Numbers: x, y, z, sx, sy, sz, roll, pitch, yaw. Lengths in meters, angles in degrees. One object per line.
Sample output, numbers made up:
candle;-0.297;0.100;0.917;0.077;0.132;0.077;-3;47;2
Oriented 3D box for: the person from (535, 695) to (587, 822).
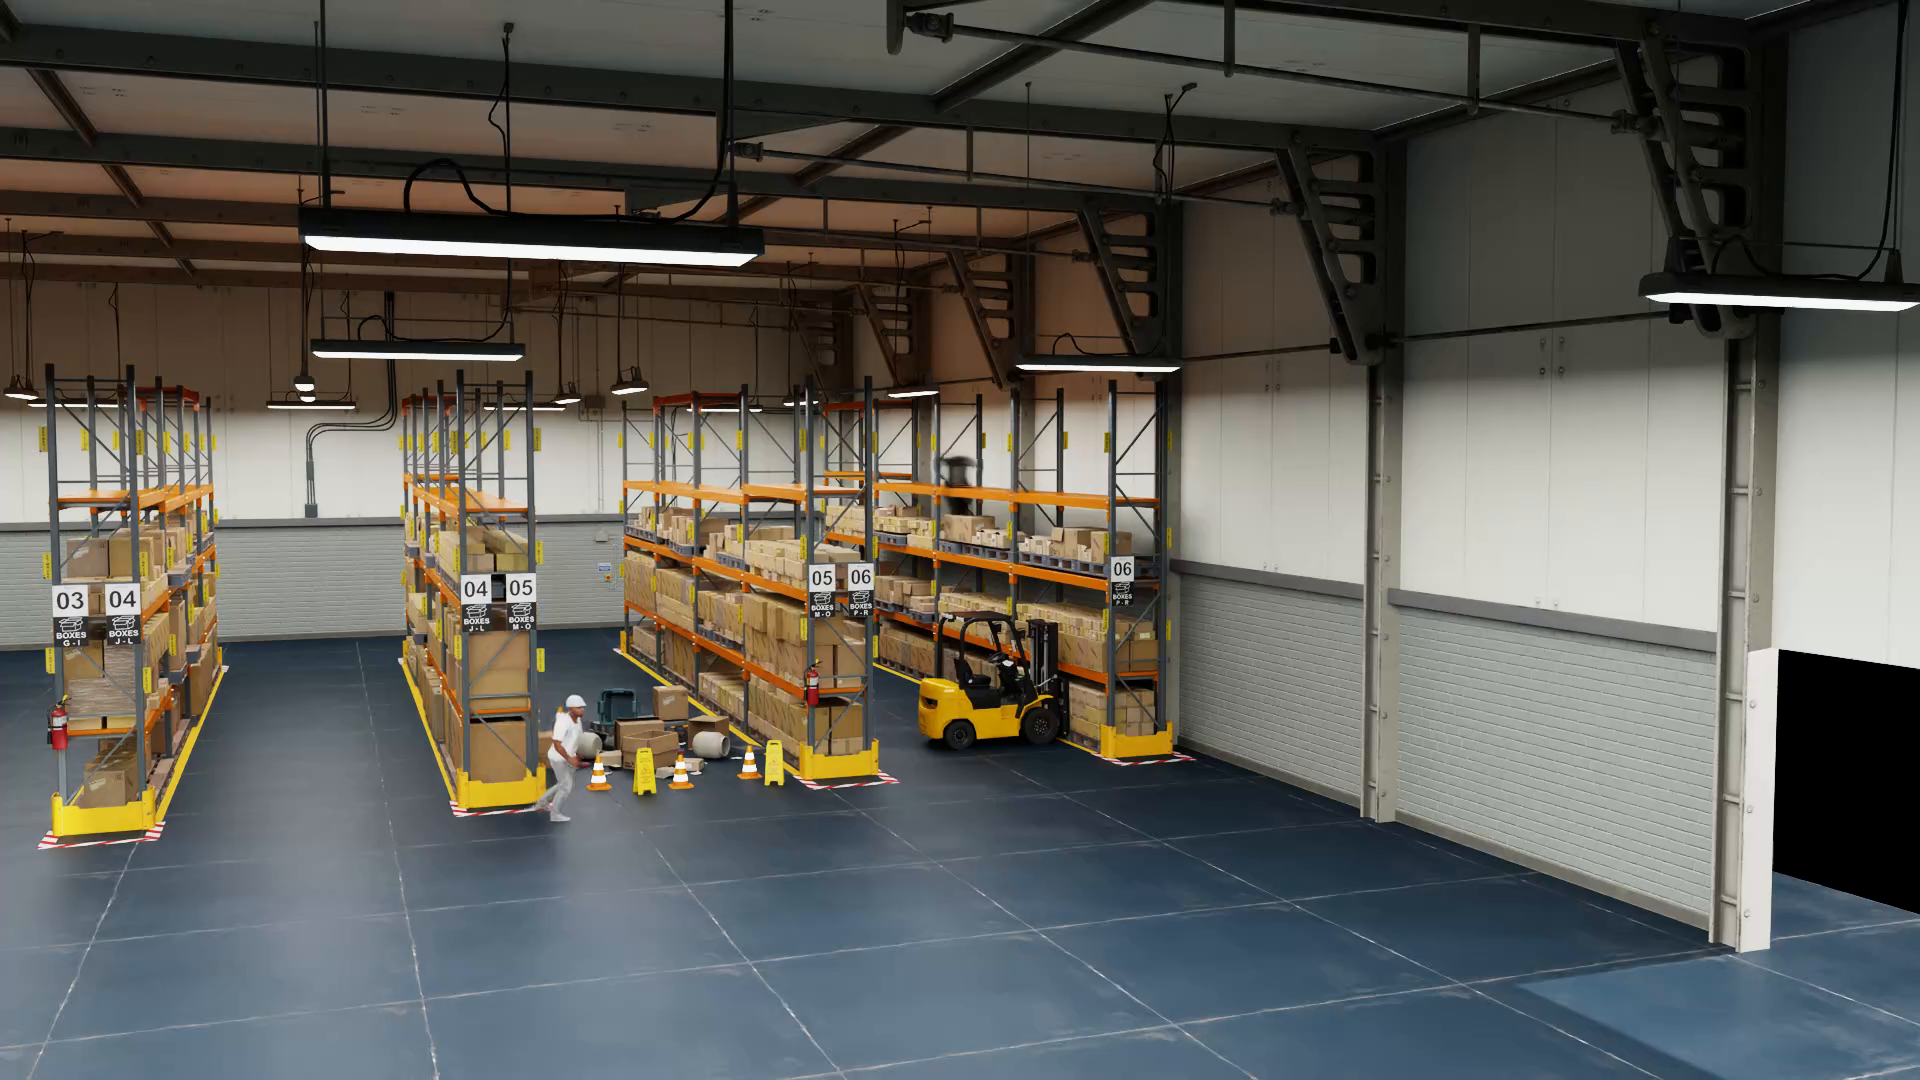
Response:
person;-5.265;2.878;21.906;0.789;1.694;0.673;0;3;6
